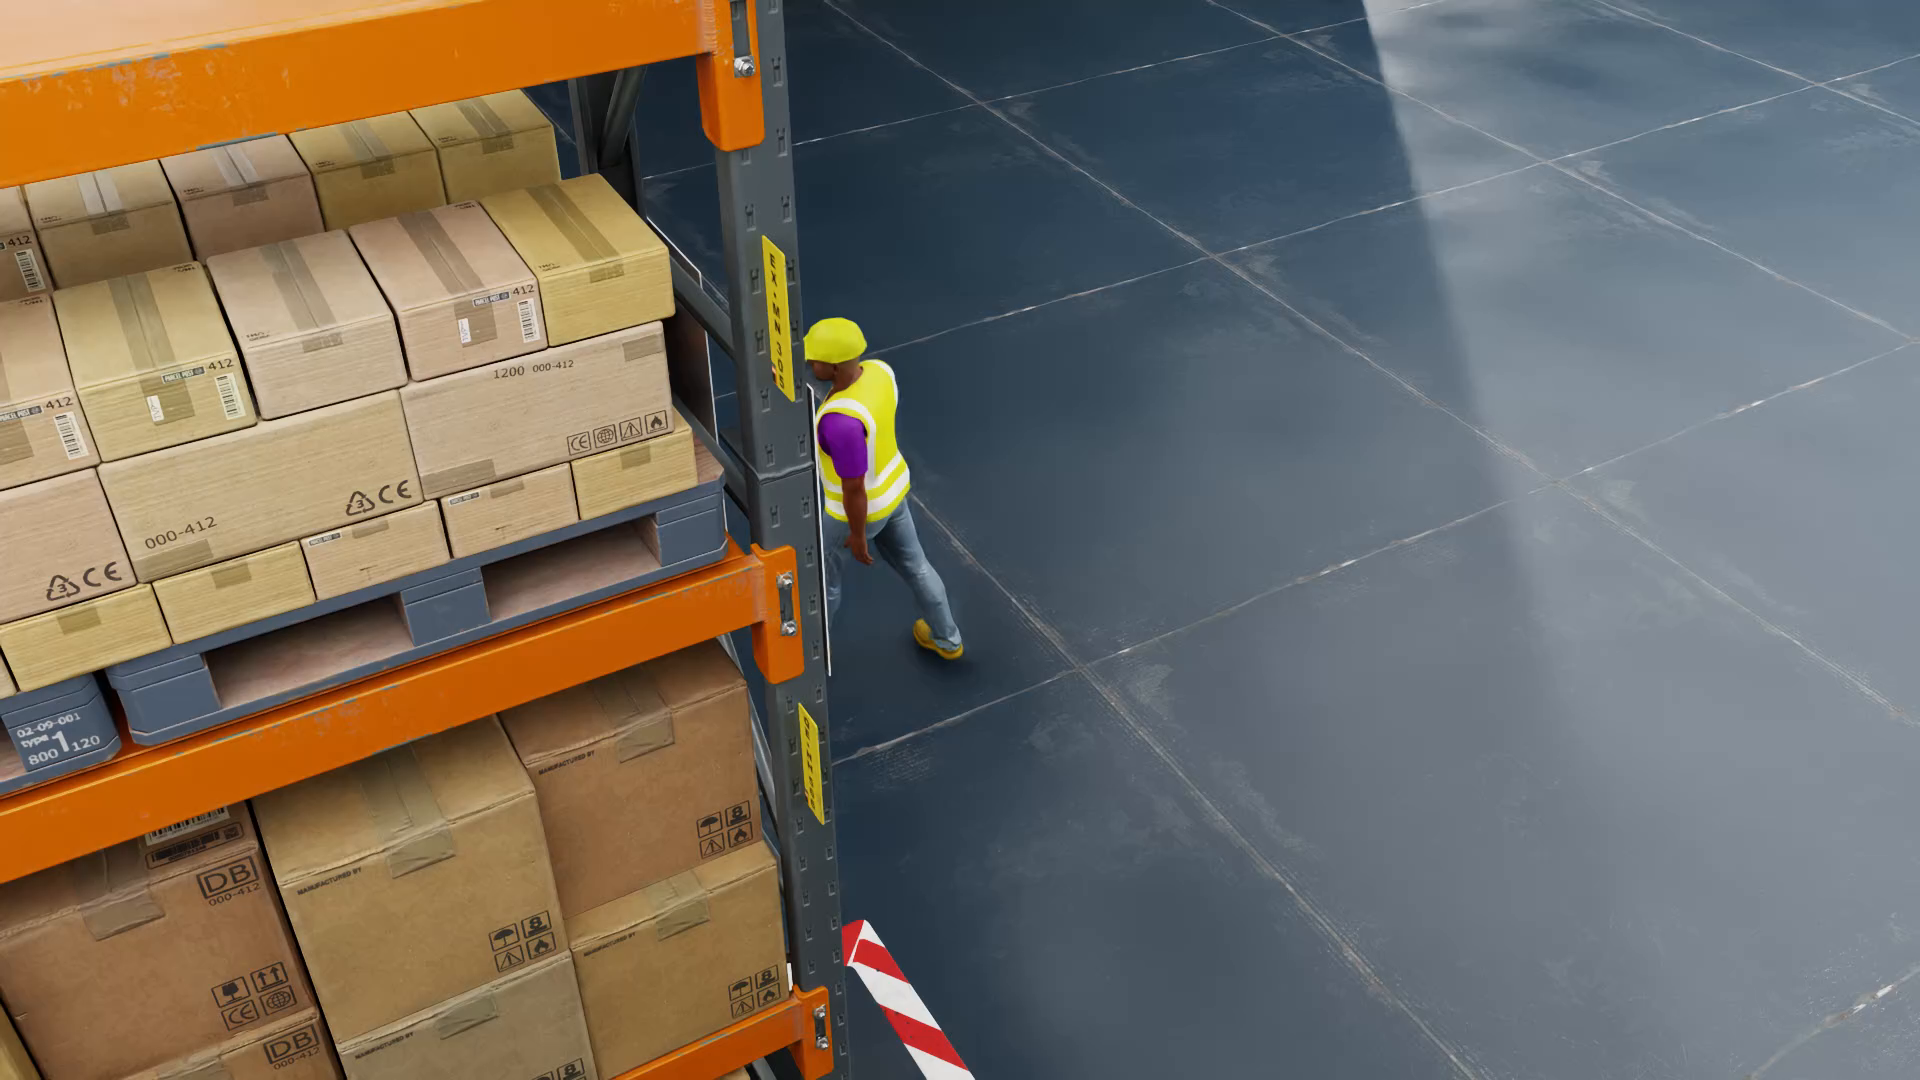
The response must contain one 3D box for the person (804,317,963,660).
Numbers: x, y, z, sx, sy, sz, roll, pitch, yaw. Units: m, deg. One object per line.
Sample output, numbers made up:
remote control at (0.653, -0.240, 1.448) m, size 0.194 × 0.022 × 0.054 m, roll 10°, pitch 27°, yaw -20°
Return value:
person at (-0.441, -0.205, 7.195) m, size 0.925 × 1.735 × 0.582 m, roll 16°, pitch 40°, yaw 20°
